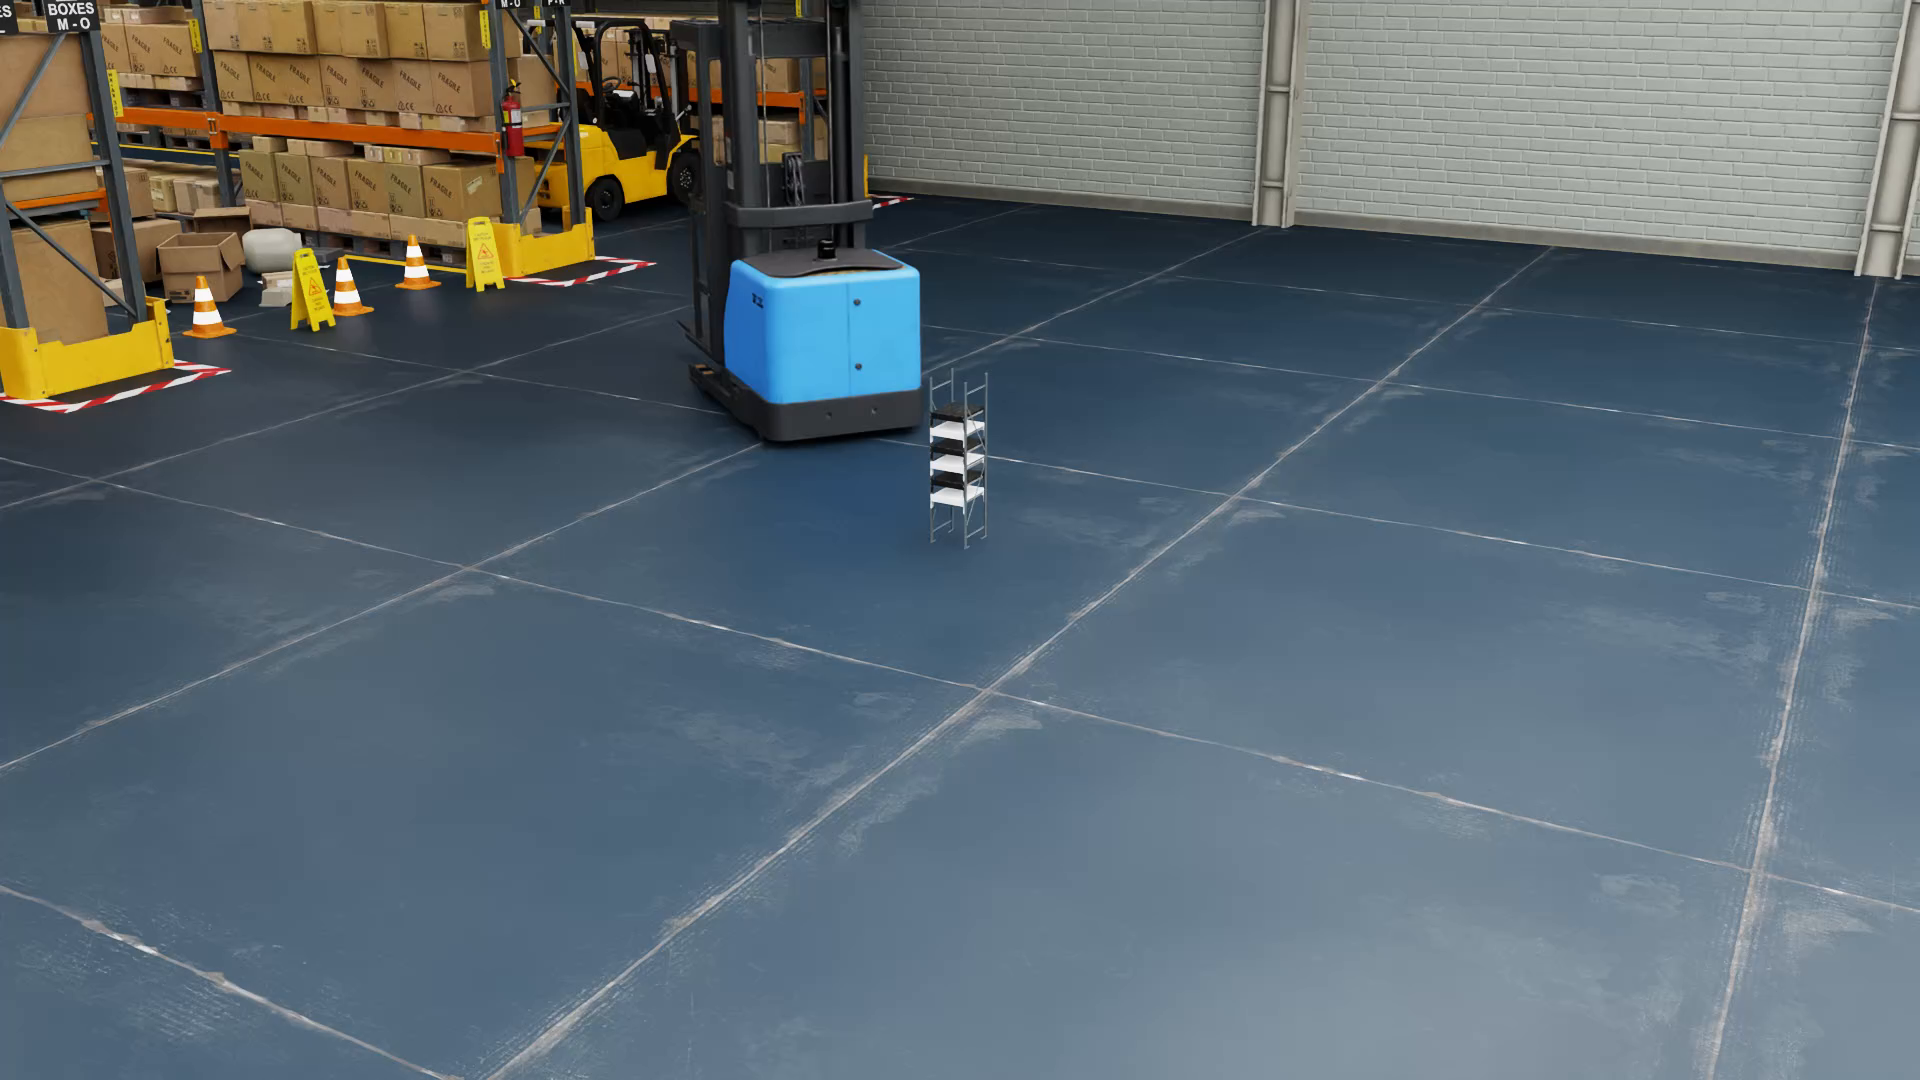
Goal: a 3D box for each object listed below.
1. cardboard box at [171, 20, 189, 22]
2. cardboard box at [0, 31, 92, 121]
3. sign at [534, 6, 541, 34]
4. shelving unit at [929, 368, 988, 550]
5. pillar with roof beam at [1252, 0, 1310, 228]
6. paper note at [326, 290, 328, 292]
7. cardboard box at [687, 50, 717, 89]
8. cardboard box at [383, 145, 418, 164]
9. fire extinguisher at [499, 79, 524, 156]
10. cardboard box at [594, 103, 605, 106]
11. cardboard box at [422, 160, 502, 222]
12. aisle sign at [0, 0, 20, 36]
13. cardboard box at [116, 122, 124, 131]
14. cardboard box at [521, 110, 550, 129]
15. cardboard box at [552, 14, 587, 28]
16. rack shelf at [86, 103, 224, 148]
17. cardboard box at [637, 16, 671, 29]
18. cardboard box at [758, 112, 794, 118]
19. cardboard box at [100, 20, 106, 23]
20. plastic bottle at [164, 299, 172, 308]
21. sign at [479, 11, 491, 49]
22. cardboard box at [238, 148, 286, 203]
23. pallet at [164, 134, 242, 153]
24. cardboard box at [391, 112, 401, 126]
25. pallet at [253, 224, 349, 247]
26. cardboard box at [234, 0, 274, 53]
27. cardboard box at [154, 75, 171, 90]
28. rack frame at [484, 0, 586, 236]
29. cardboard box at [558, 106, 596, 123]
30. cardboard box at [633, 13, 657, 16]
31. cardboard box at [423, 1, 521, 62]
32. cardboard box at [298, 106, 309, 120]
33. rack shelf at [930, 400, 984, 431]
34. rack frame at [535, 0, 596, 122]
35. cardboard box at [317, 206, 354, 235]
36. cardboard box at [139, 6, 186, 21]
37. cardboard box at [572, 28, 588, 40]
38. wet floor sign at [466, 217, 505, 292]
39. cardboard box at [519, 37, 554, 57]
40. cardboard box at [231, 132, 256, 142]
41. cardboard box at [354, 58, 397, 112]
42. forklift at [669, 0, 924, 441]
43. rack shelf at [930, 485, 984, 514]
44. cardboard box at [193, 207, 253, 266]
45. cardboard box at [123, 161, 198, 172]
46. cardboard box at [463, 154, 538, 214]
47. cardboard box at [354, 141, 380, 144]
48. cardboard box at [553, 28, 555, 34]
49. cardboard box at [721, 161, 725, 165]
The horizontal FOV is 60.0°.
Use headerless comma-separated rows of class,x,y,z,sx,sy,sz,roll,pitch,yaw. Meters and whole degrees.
cardboard box,-8.614,-5.450,18.293,0.500,0.500,0.500,11,22,27
cardboard box,-6.621,-3.229,11.565,0.550,0.550,0.875,11,23,27
sign,-5.321,-6.556,20.957,0.005,0.325,0.100,11,23,27
shelving unit,-0.007,-0.424,8.715,0.210,0.900,0.258,11,23,27
pillar with roof beam,1.397,-6.471,13.509,0.400,9.000,9.100,11,23,27
paper note,-5.786,-2.237,14.987,0.142,0.019,0.148,3,20,9
cardboard box,-3.027,-5.771,20.230,0.500,0.500,0.500,10,22,26
cardboard box,-5.388,-3.770,16.224,0.250,0.149,0.380,11,23,28
fire extinguisher,-4.115,-3.876,15.264,0.183,0.674,0.296,11,23,27
cardboard box,-4.541,-5.562,21.750,0.500,0.250,0.500,11,23,28
cardboard box,-4.817,-3.381,16.104,0.500,0.500,0.500,11,23,28
aisle sign,-6.401,-3.699,10.850,0.004,0.787,0.394,11,23,27
cardboard box,-12.990,-6.519,25.831,0.258,0.266,0.396,12,23,29
cardboard box,-4.186,-4.068,16.050,0.250,0.149,0.380,11,23,28
cardboard box,-4.931,-6.562,21.022,0.250,0.149,0.380,11,23,28
rack shelf,-9.228,-4.728,18.555,4.000,0.370,1.077,11,23,27
cardboard box,-3.768,-6.371,20.497,0.250,0.149,0.380,11,23,27
cardboard box,-2.338,-5.140,20.585,0.500,0.250,0.500,11,23,27
cardboard box,-9.336,-5.383,18.106,0.500,0.500,0.500,10,22,25
plastic bottle,-7.010,-2.056,14.442,0.283,0.061,0.133,3,20,9
sign,-4.279,-4.599,14.983,0.005,0.325,0.100,11,23,27
cardboard box,-7.099,-3.812,17.292,0.500,0.500,0.500,12,23,30
pallet,-11.321,-6.107,25.392,1.213,0.211,1.003,11,23,27
cardboard box,-5.304,-4.125,16.206,0.250,0.149,0.380,11,23,28
pallet,-6.879,-3.321,17.712,1.213,0.211,1.003,11,23,27
cardboard box,-6.769,-5.161,16.645,0.500,0.500,0.700,11,23,28
cardboard box,-8.288,-4.865,17.631,0.250,0.149,0.380,10,22,26
rack frame,-3.990,-4.068,15.681,0.127,3.000,1.000,11,23,27
cardboard box,-4.796,-5.413,21.338,0.500,0.250,0.500,10,22,26
cardboard box,-3.953,-6.623,21.191,0.250,0.149,0.380,10,22,26
cardboard box,-4.543,-4.745,15.498,0.500,0.500,0.700,10,22,26
cardboard box,-6.424,-4.319,16.742,0.250,0.149,0.380,11,23,27
rack shelf,-0.007,-0.647,8.635,0.200,0.077,0.258,11,23,27
rack frame,-5.065,-6.212,21.590,0.127,3.000,1.000,11,23,27
cardboard box,-6.163,-3.287,16.944,0.500,0.250,0.500,10,22,27
cardboard box,-8.719,-5.756,18.184,0.250,0.149,0.380,12,23,30
cardboard box,-4.688,-6.390,20.983,0.250,0.149,0.380,11,23,29
wet floor sign,-4.346,-2.611,15.117,0.267,0.644,0.232,-16,26,-38
cardboard box,-5.618,-6.382,21.546,0.500,0.250,0.500,10,22,26
cardboard box,-10.384,-6.159,24.495,0.500,0.500,0.500,10,22,25
cardboard box,-5.469,-4.432,16.102,0.500,0.500,0.500,11,23,27
forklift,-1.284,-2.456,11.339,1.130,2.935,3.031,-8,22,-22
rack shelf,-0.007,-0.224,8.788,0.200,0.077,0.258,11,23,27
cardboard box,-7.211,-2.976,16.333,0.500,0.500,0.500,-7,21,-20
cardboard box,-9.179,-4.016,18.774,0.625,0.372,0.950,12,23,29
cardboard box,-4.581,-3.546,16.558,0.500,0.500,0.500,10,22,26
cardboard box,-8.019,-5.850,23.460,0.625,0.625,0.875,12,23,29
cardboard box,-5.267,-6.686,21.800,0.250,0.149,0.380,10,22,26
cardboard box,-2.567,-4.521,20.346,0.500,0.250,0.500,11,23,27
